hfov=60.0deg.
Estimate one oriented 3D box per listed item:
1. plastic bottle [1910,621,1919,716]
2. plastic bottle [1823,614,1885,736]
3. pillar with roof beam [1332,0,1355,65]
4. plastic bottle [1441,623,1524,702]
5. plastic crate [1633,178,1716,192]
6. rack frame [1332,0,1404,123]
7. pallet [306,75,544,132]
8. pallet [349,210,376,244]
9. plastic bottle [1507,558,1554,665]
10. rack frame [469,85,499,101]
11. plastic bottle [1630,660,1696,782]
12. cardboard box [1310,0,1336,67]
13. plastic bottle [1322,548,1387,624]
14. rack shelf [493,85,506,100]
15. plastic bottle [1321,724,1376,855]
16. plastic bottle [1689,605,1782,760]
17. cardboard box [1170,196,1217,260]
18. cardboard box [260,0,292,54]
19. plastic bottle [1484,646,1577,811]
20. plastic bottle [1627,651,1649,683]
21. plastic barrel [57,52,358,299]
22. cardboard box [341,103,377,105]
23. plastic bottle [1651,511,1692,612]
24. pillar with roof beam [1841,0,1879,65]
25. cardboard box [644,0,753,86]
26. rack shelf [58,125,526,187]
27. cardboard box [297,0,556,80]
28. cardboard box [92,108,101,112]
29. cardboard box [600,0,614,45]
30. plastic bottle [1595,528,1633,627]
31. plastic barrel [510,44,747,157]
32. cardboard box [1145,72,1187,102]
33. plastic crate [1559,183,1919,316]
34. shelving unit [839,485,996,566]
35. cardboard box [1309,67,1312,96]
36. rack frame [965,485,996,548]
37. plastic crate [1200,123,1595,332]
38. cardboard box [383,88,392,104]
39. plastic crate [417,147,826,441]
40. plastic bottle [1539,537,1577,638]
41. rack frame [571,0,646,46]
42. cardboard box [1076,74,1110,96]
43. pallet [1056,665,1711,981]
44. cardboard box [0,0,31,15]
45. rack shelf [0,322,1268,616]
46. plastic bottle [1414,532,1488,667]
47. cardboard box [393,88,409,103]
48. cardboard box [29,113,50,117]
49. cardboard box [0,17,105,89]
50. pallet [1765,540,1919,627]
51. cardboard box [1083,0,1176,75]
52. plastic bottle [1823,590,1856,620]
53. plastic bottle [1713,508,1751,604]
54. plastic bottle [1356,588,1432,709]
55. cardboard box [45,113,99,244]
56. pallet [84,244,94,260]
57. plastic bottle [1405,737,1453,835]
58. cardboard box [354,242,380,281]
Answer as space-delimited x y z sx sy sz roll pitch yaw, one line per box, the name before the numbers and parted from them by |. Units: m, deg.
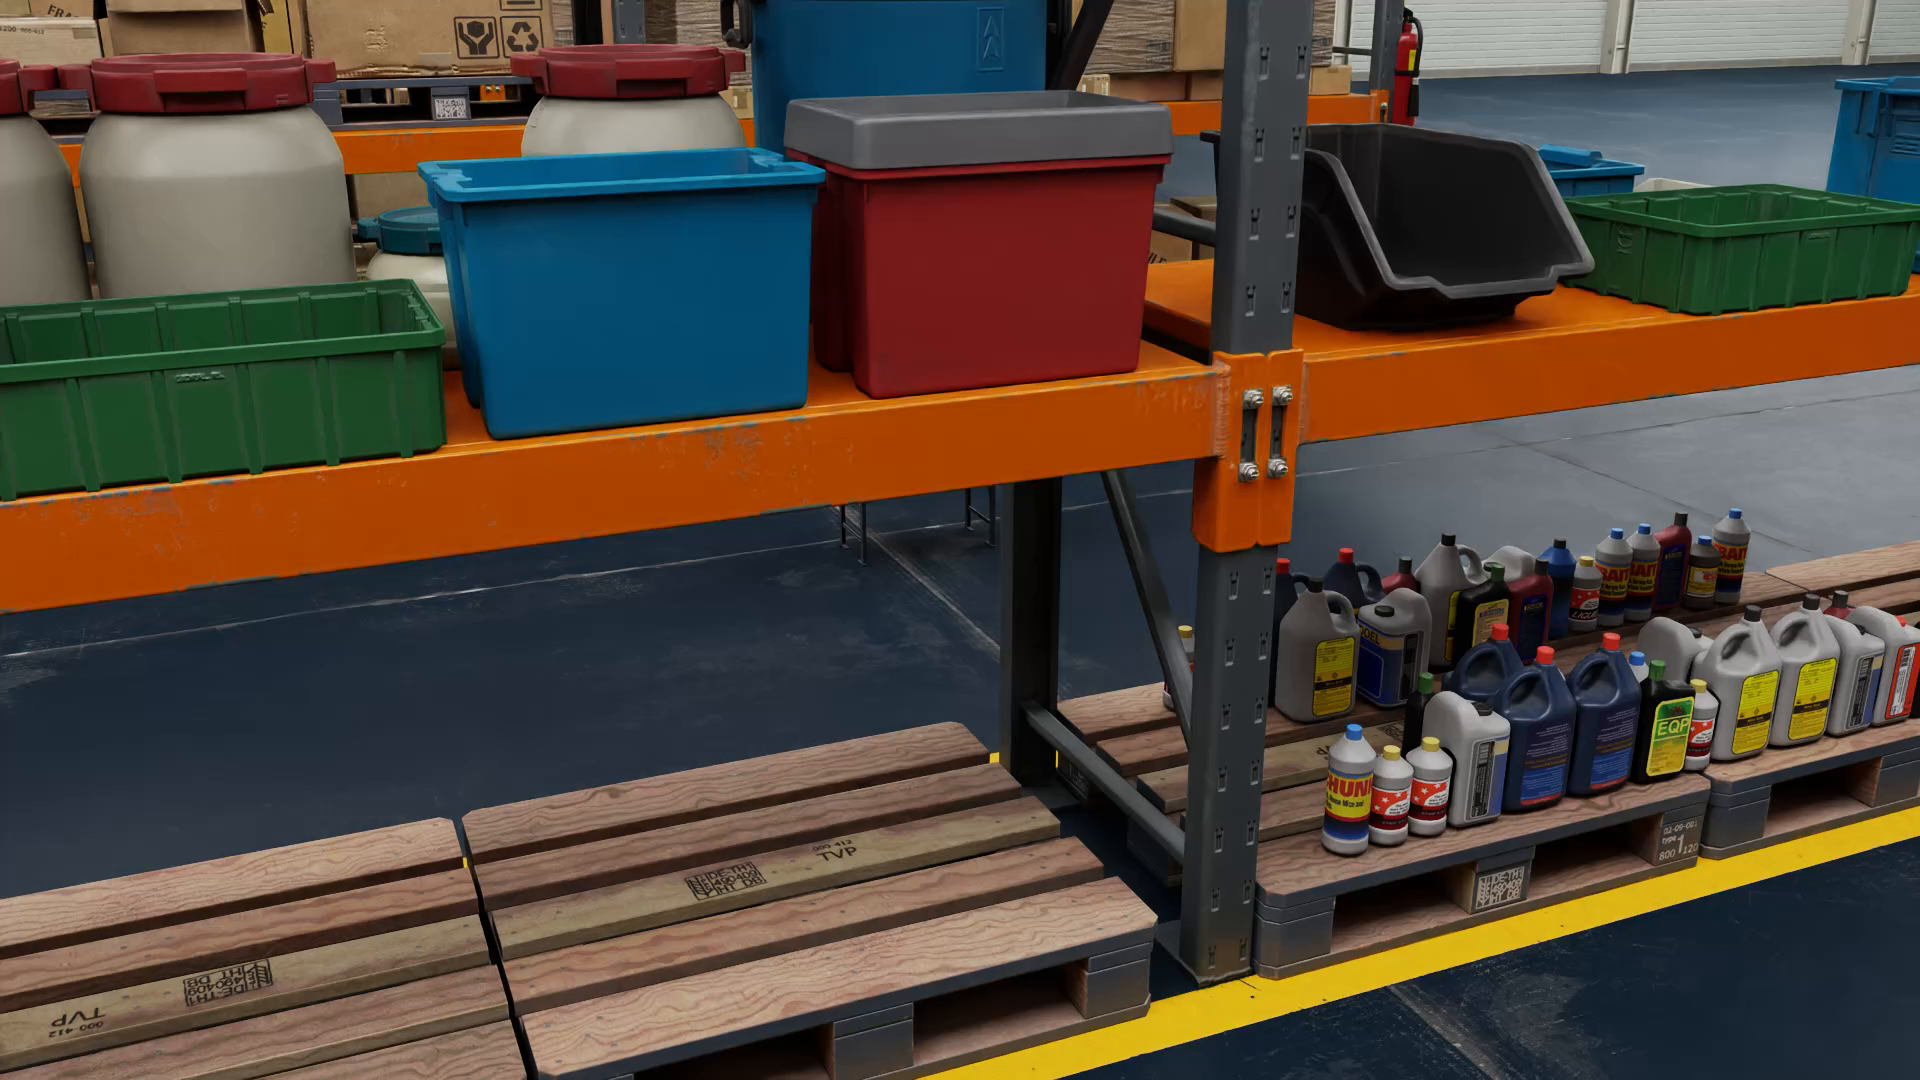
plastic bottle | 2.411 0.288 4.115 0.133 0.283 0.061 -8 21 -21
plastic bottle | 2.141 0.314 4.053 0.135 0.276 0.152 -9 21 -23
pillar with roof beam | 7.894 -10.506 22.311 0.400 9.000 9.100 -8 21 -22
plastic bottle | 1.199 0.363 3.801 0.185 0.351 0.144 -8 21 -22
plastic crate | 1.741 -0.822 4.237 0.437 0.136 0.530 -8 21 -22
rack frame | 2.061 -2.692 9.152 0.127 3.000 1.000 -8 21 -22
pallet | -2.371 -2.019 7.529 1.213 0.211 1.003 -8 21 -22
pallet | -4.162 -2.252 12.100 1.213 0.211 1.003 -8 21 -22
plastic bottle | 1.494 0.190 4.393 0.133 0.283 0.061 -8 21 -22
rack frame | -3.483 -3.692 11.991 0.127 3.000 1.000 -8 21 -22
plastic bottle | 1.597 0.405 3.784 0.133 0.283 0.061 -7 21 -20
cardboard box | 1.546 -2.816 8.904 0.500 0.500 0.875 -8 21 -22
plastic bottle | 1.004 0.188 4.296 0.185 0.351 0.144 -9 21 -25
rack shelf | -1.647 -3.616 12.857 4.000 0.370 1.077 -8 21 -22
plastic bottle | 0.817 0.516 3.487 0.097 0.271 0.097 0 19 0
plastic bottle | 1.820 0.326 3.906 0.185 0.351 0.144 -8 21 -22
cardboard box | 1.481 -1.634 9.278 0.500 0.500 0.500 -4 20 -12
cardboard box | -4.784 -3.456 11.170 0.500 0.500 0.500 -8 21 -21
plastic bottle | 1.256 0.407 3.677 0.185 0.351 0.144 -8 21 -20
plastic bottle | 1.550 0.389 3.848 0.097 0.271 0.097 0 19 0
plastic barrel | -1.289 -0.564 2.903 0.433 0.535 0.433 0 19 0
cardboard box | -6.017 -4.077 16.409 0.625 0.372 0.950 -8 21 -21
plastic bottle | 2.020 0.060 4.764 0.133 0.283 0.061 -8 21 -21
pillar with roof beam | 18.912 -12.085 26.795 0.400 9.000 9.100 -8 21 -22
cardboard box | -1.174 -2.394 7.706 0.500 0.500 0.875 -8 21 -22
rack shelf | -3.448 -1.564 7.029 4.000 0.370 1.077 -8 21 -22
cardboard box | -2.396 -2.585 7.312 1.000 1.000 1.000 -8 21 -22
cardboard box | -10.004 -5.419 19.840 0.625 0.625 0.875 -7 21 -20
cardboard box | -2.653 -3.894 12.339 0.550 0.550 0.875 -8 21 -22
plastic bottle | 1.829 0.099 4.669 0.097 0.271 0.097 0 19 0
plastic barrel | -0.615 -0.661 3.177 0.433 0.535 0.433 0 19 0
cardboard box | 0.961 -2.344 8.540 0.250 0.149 0.380 -8 21 -22
plastic crate | 1.709 -0.648 3.665 0.662 0.188 0.450 -8 21 -22
shelving unit | -0.152 -0.544 5.761 0.503 1.200 0.258 -8 21 -22
cardboard box | 1.652 -2.441 8.815 0.250 0.149 0.380 -8 21 -22
rack frame | 0.072 -0.576 5.852 0.015 1.200 0.240 -8 21 -22
plastic crate | 0.882 -0.656 3.463 0.504 0.338 0.767 -8 21 -22
cardboard box | -6.931 -5.565 20.819 0.500 0.250 0.500 -8 21 -21
plastic crate | -0.539 -0.408 2.689 0.575 0.384 0.392 -8 21 -22
plastic bottle | 1.642 0.126 4.593 0.097 0.271 0.097 0 19 0
rack frame | -1.611 -2.166 7.657 0.127 3.000 1.000 -8 21 -22
cardboard box | 0.546 -2.244 8.257 0.250 0.149 0.380 -8 21 -22
pallet | 0.984 0.584 4.045 1.213 0.211 1.003 -8 21 -22
cardboard box | -6.171 -3.257 10.606 0.500 0.500 0.500 -8 21 -22
rack shelf | -1.486 -0.053 2.740 4.000 0.370 1.077 -8 21 -22
plastic bottle | 1.300 0.146 4.417 0.185 0.351 0.144 -8 21 -22
cardboard box | -4.804 -3.827 14.999 0.500 0.500 0.500 -8 21 -22
cardboard box | -8.687 -3.692 15.315 0.625 0.372 0.950 -10 22 -26
cardboard box | -3.654 -1.917 6.545 0.500 0.250 0.500 -9 21 -23
pallet | 3.224 0.263 4.957 1.213 0.211 1.003 -8 21 -22
cardboard box | 0.658 -2.661 8.464 0.500 0.500 0.875 -8 21 -22
plastic bottle | 2.226 0.260 4.196 0.133 0.283 0.061 -8 21 -22
plastic bottle | 2.235 0.041 4.835 0.097 0.271 0.097 0 19 0
plastic bottle | 1.086 0.266 4.190 0.135 0.276 0.152 -8 21 -22
cardboard box | -5.760 -2.471 11.279 0.750 0.750 1.050 -8 21 -21
pallet | -6.402 -1.931 11.189 1.213 0.211 1.003 -8 21 -22
plastic bottle | 1.003 0.522 3.575 0.097 0.201 0.097 0 19 0
cardboard box | -2.629 -1.063 7.627 0.500 0.500 0.700 -8 21 -22
